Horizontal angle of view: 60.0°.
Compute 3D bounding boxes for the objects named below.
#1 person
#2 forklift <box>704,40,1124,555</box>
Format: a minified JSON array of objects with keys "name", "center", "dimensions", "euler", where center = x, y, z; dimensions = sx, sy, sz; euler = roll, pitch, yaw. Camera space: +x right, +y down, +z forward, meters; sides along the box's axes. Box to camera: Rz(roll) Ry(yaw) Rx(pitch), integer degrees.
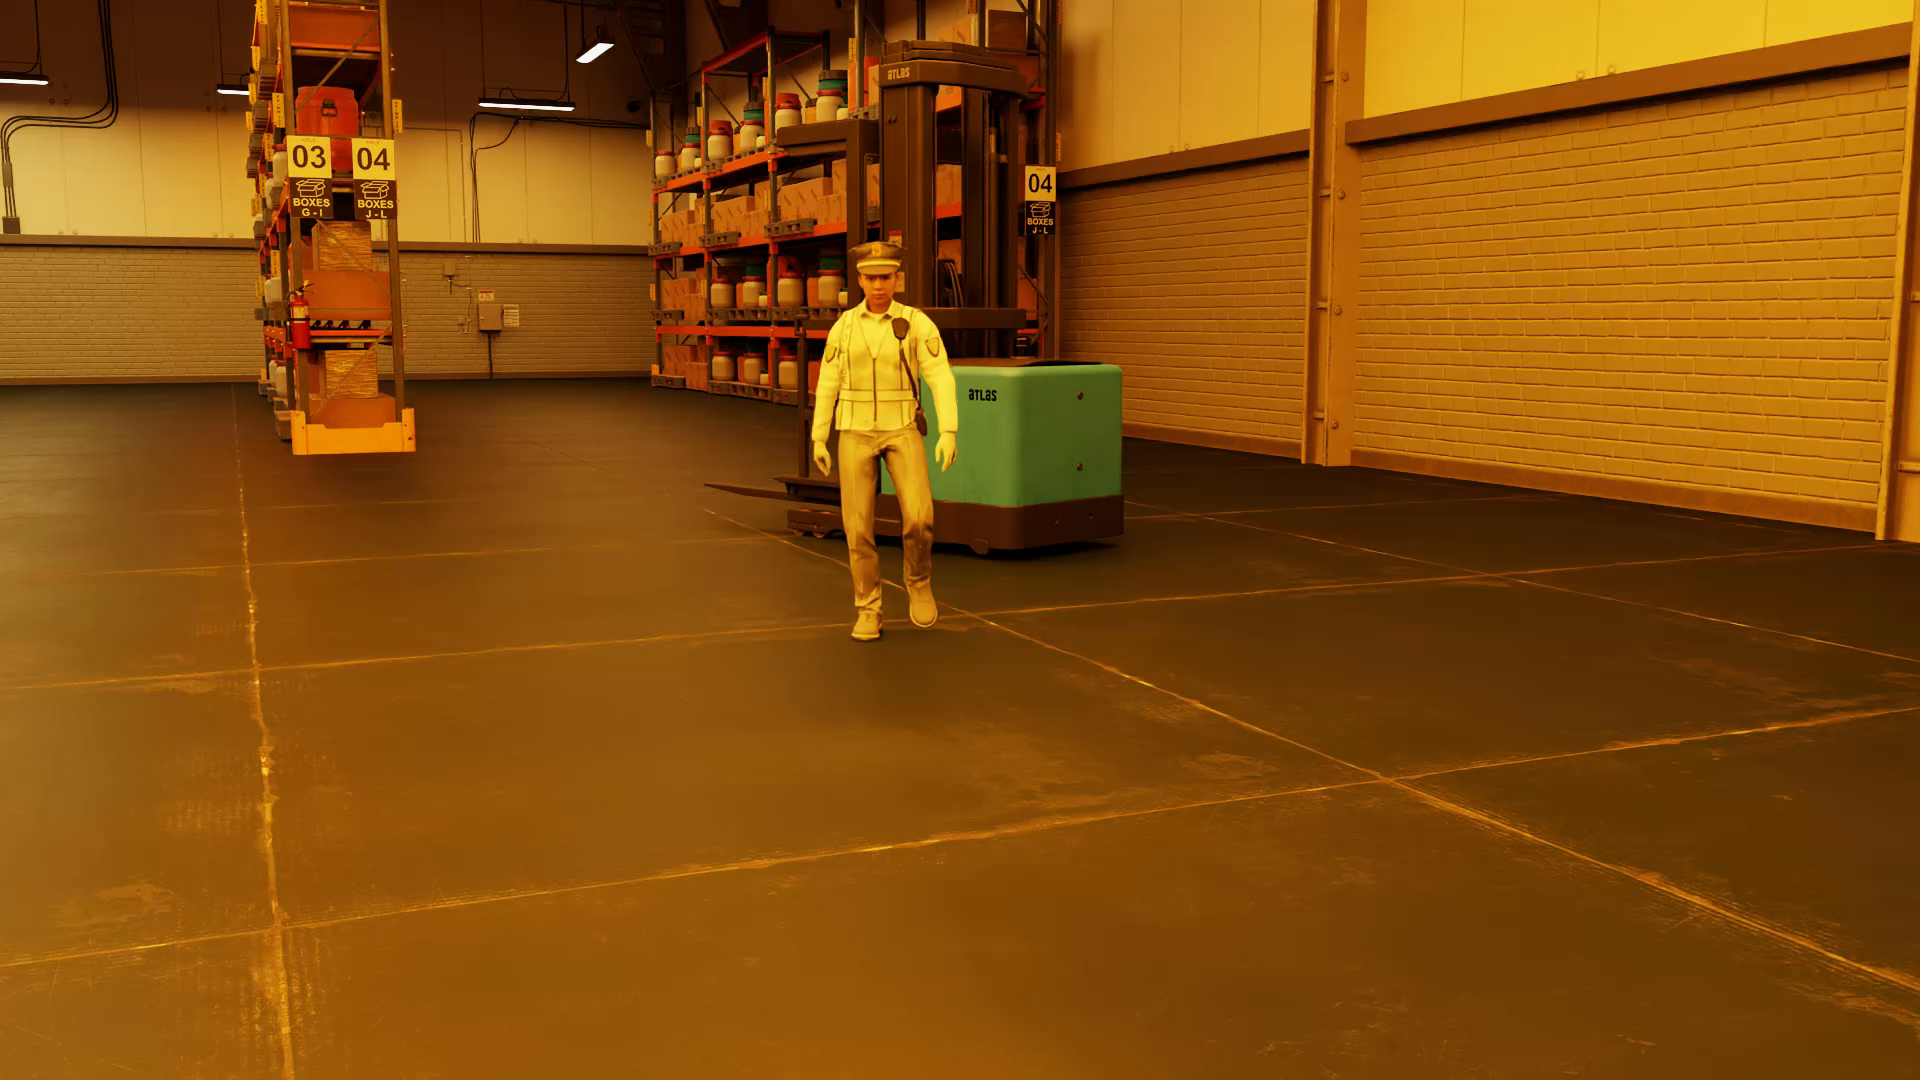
[{"name":"person","center":[-0.323,-0.408,6.955],"dimensions":[0.637,1.651,0.434],"euler":[1,8,4]},{"name":"forklift","center":[-0.436,-1.509,10.383],"dimensions":[3.031,2.935,1.130],"euler":[7,10,44]}]
